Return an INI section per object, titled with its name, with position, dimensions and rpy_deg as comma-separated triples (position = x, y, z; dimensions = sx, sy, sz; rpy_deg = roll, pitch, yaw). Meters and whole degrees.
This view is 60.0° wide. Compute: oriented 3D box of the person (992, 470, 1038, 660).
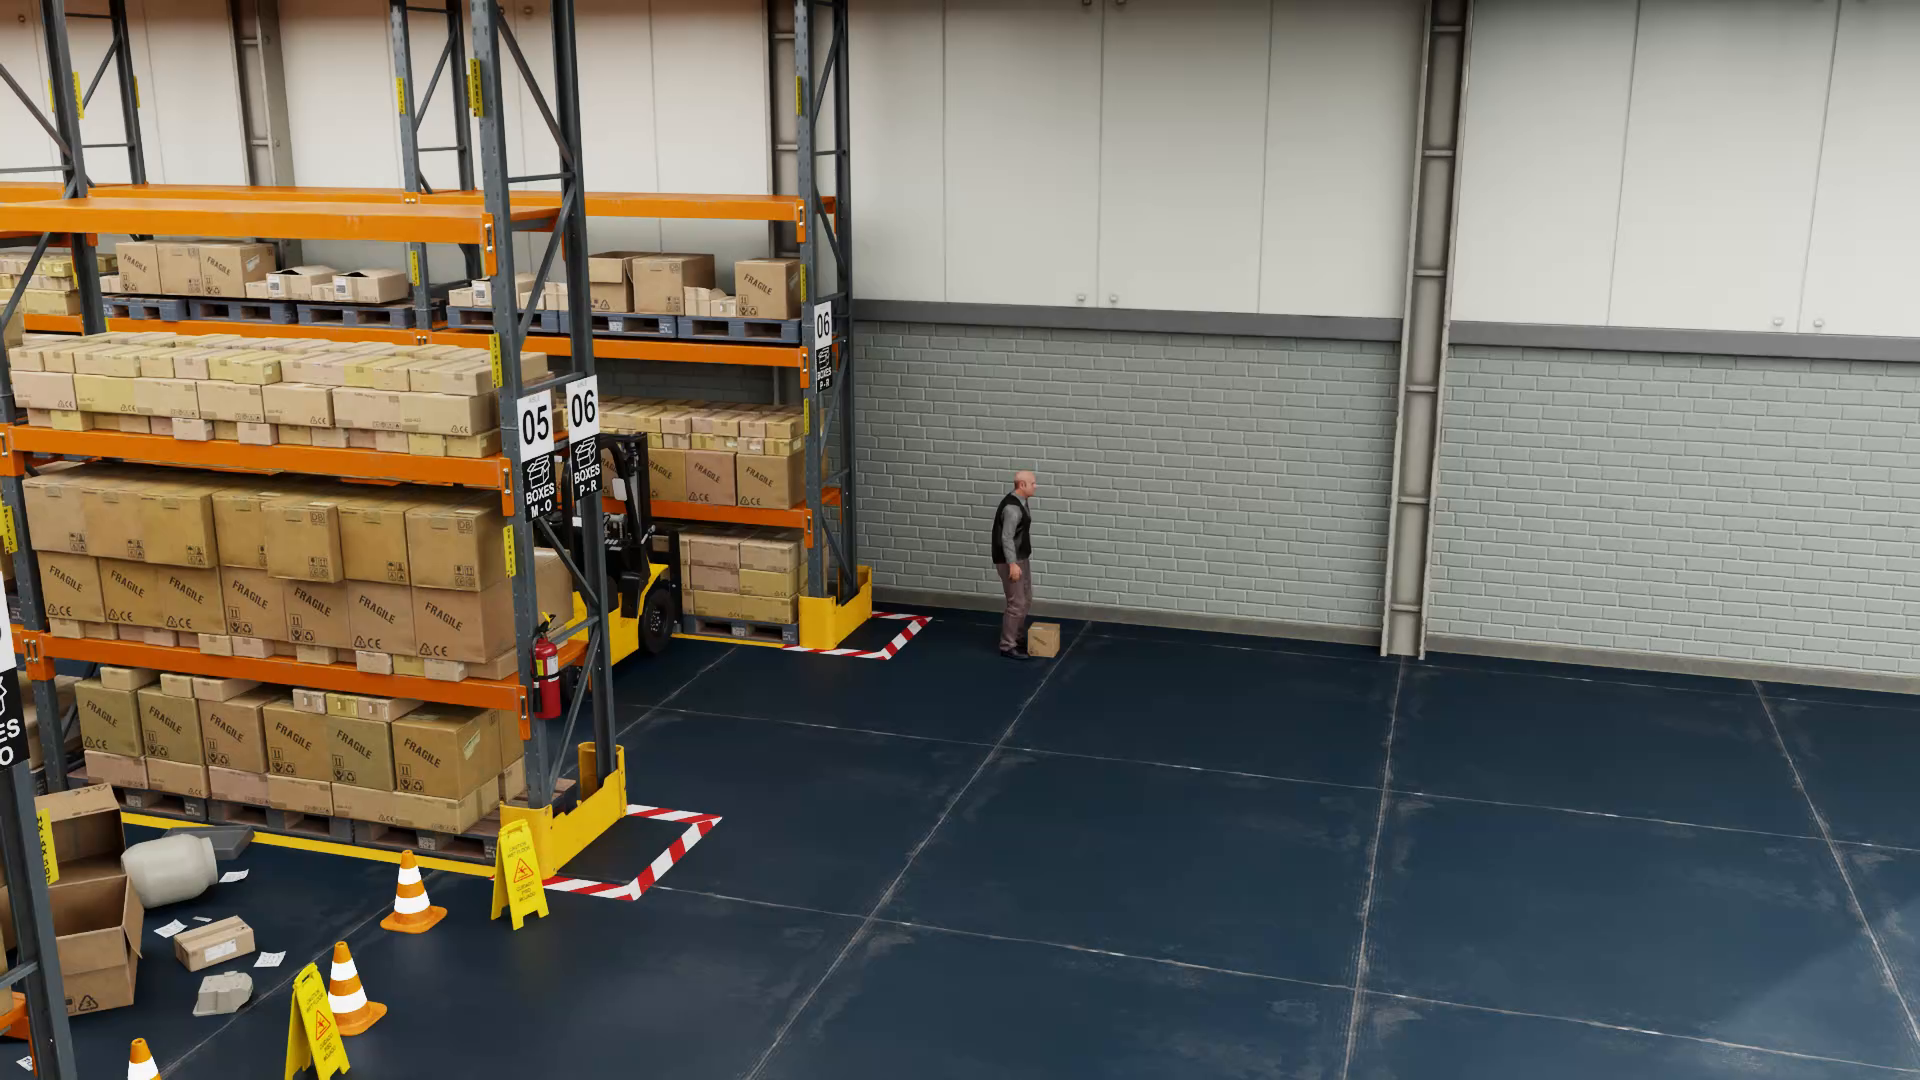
[person]
position = 0.504, 0.246, 15.343
dimensions = 0.421, 1.615, 0.589
rpy_deg = 3, 15, 13
